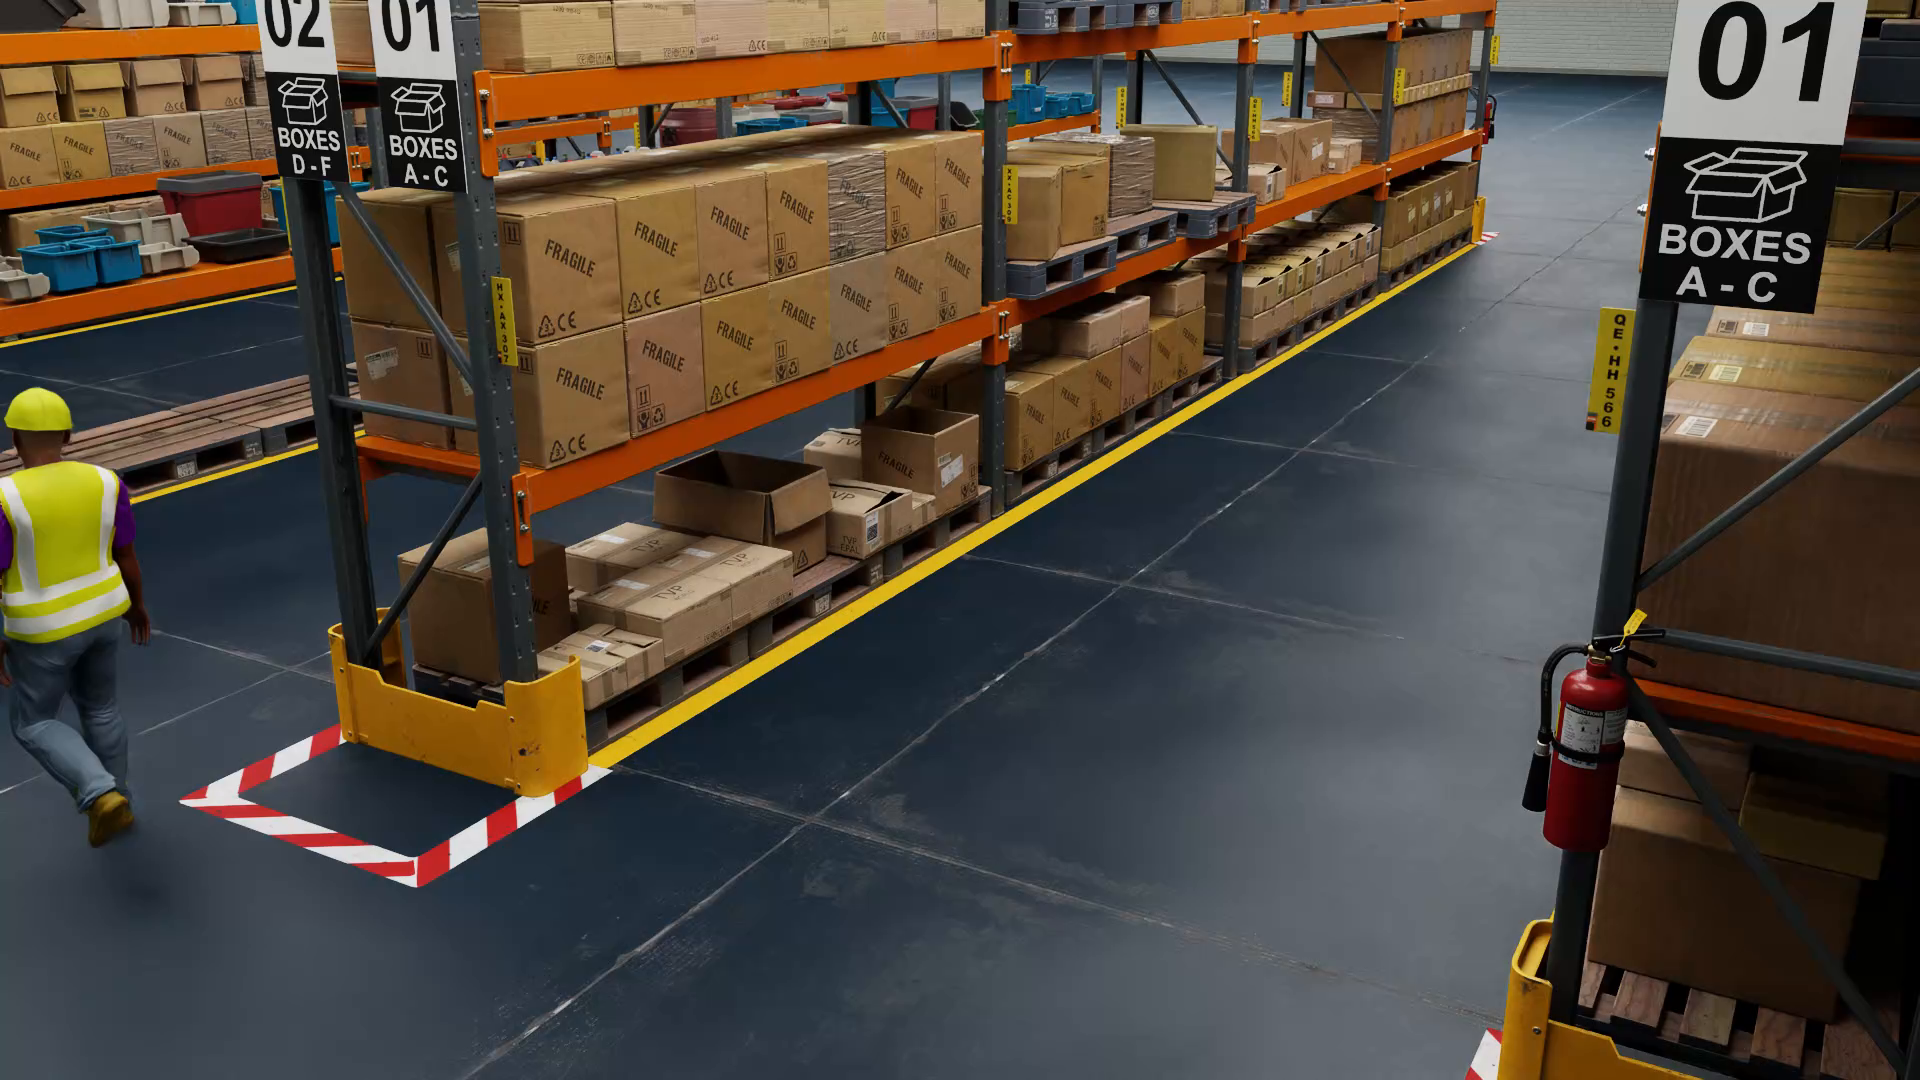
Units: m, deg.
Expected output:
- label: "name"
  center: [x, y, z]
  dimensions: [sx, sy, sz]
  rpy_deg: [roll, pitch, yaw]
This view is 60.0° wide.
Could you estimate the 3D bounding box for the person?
- label: "person"
  center: [-3.247, 0.312, 6.119]
  dimensions: [0.659, 1.750, 0.634]
  rpy_deg: [13, 23, 33]
